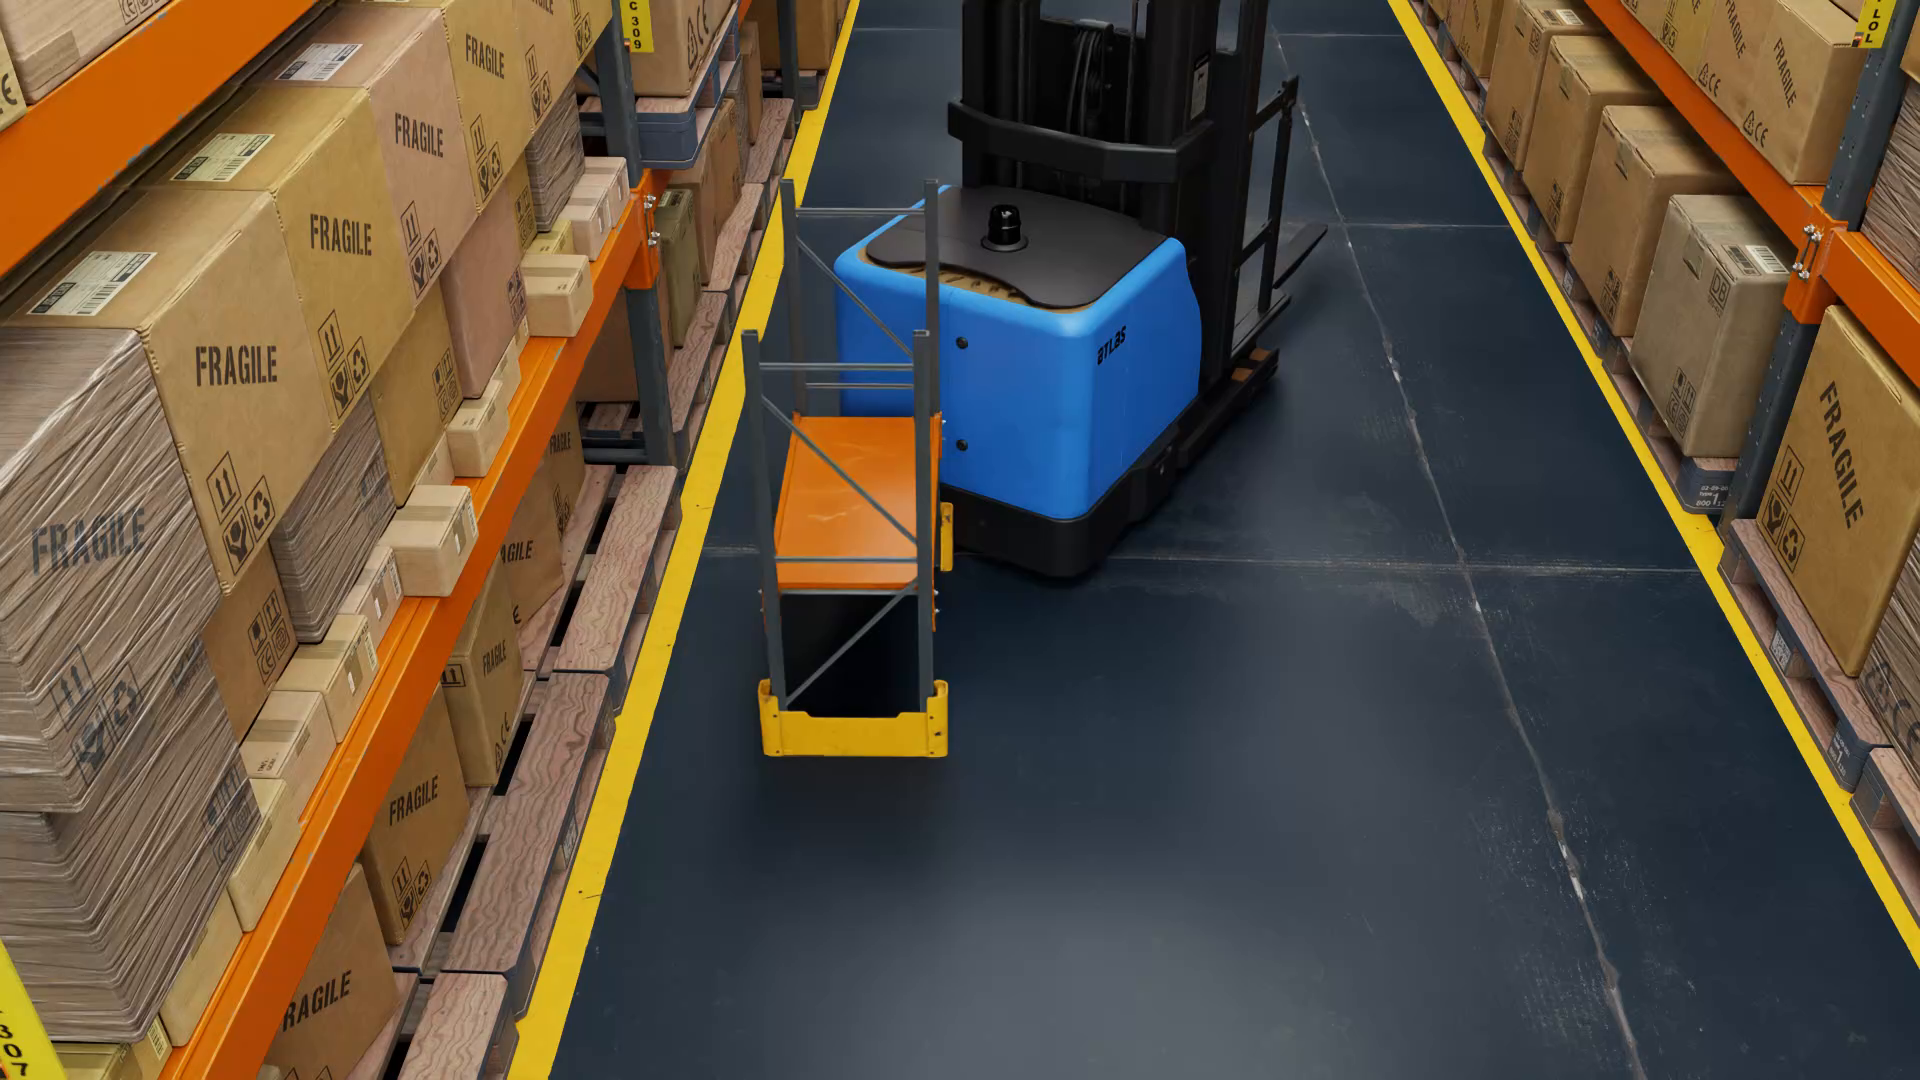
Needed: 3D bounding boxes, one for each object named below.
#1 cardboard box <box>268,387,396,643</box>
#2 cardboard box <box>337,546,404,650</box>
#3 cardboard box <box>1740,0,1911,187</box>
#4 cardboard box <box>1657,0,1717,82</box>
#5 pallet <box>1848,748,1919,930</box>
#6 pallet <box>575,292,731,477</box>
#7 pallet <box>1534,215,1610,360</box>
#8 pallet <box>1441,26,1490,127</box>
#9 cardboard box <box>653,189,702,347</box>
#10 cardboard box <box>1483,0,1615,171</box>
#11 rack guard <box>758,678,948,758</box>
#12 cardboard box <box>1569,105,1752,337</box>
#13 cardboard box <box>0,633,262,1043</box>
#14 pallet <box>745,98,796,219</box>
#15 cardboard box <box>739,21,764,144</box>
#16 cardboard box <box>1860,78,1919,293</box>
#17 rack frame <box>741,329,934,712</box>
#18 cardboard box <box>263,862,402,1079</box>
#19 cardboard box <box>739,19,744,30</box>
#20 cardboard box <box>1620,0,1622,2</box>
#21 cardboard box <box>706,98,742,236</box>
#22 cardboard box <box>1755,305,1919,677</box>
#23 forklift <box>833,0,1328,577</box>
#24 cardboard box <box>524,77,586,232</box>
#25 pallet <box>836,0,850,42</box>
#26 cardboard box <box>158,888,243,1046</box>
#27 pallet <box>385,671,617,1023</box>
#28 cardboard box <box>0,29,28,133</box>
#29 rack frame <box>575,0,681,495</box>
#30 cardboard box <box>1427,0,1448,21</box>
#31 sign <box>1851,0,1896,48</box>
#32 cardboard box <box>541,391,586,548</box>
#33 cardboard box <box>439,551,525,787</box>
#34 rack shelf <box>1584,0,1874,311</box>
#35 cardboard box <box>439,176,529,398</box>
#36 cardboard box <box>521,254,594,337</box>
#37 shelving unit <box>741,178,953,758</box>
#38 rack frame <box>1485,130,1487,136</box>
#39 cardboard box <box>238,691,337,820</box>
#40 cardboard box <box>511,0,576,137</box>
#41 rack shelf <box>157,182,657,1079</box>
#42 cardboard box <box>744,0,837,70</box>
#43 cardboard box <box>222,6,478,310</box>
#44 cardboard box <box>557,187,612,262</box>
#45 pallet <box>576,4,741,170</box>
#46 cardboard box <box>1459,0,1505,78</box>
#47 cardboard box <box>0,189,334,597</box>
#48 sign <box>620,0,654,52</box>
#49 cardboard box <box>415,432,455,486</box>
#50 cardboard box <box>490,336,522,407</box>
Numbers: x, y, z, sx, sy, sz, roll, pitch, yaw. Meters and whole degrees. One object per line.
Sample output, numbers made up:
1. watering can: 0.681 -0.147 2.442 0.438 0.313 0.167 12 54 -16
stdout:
1. cardboard box: -1.743 -0.142 3.498 0.875 0.500 0.500 1 35 2
2. cardboard box: -1.462 0.138 3.663 0.380 0.149 0.250 1 35 2
3. cardboard box: 3.111 -1.560 5.774 0.500 0.500 0.500 1 35 2
4. cardboard box: 3.151 -2.141 6.600 0.500 0.500 0.500 2 35 2
5. pallet: 3.202 1.065 4.550 1.003 0.211 1.213 1 35 2
6. pallet: -1.565 -0.692 7.052 1.003 0.211 1.213 1 35 2
7. pallet: 3.359 -1.220 7.803 1.003 0.211 1.213 1 35 2
8. pallet: 3.551 -2.819 10.078 1.003 0.211 1.213 1 35 2
9. cardboard box: -1.511 -1.169 7.096 0.700 0.500 0.500 1 35 2
10. cardboard box: 3.403 -2.415 8.669 1.050 0.750 0.750 1 35 1
11. rack guard: -0.332 0.562 5.234 0.587 0.250 0.087 0 35 1
12. cardboard box: 3.335 -1.378 7.193 1.050 0.750 0.750 1 35 2
13. cardboard box: -1.706 0.434 2.678 0.875 0.500 0.500 1 35 2
14. pallet: -1.467 -2.094 9.046 1.003 0.211 1.213 1 35 2
15. cardboard box: -1.441 -2.456 8.927 0.700 0.500 0.500 0 35 -1
16. cardboard box: 3.354 -1.062 5.023 0.875 0.550 0.550 1 35 2
17. rack frame: -0.332 0.061 4.858 0.500 1.500 0.032 0 35 1
18. cardboard box: -1.724 1.060 3.941 0.500 0.500 0.500 10 36 14
19. cardboard box: -1.431 -2.763 8.711 0.500 0.250 0.500 3 35 4
20. cardboard box: 3.192 -2.719 7.423 0.500 0.500 0.500 1 35 2
21. cardboard box: -1.466 -1.811 8.010 0.700 0.500 0.500 4 35 6
22. cardboard box: 3.262 -0.156 5.346 0.875 0.875 0.875 2 35 3
23. forklift: 0.720 -1.888 6.387 1.130 2.935 3.031 19 39 24
24. cardboard box: -1.675 -1.291 5.133 0.875 0.500 0.500 1 35 2
25. pallet: -1.275 -3.693 11.322 1.003 0.211 1.213 1 35 2
26. cardboard box: -1.477 0.714 2.844 0.380 0.149 0.250 1 35 2
27. pallet: -1.633 0.844 4.865 1.003 0.211 1.213 1 35 2
28. cardboard box: -1.478 -0.524 1.909 0.500 0.250 0.500 2 35 3
29. rack frame: -1.595 -1.386 5.613 1.000 3.000 0.127 1 35 2
30. cardboard box: 3.313 -3.647 10.639 0.500 0.500 0.500 0 35 0
31. sign: 2.815 -1.662 5.067 0.100 0.325 0.005 1 35 2
32. cardboard box: -1.651 -0.306 5.886 0.500 0.500 0.500 0 35 0
33. cardboard box: -1.613 0.382 4.907 0.500 0.500 0.500 -2 35 -2
34. rack shelf: 3.437 -2.068 7.209 1.077 0.370 4.000 1 35 2
35. cardboard box: -1.649 -0.715 4.313 0.875 0.500 0.500 1 35 2
36. cardboard box: -1.298 -0.721 4.886 0.380 0.149 0.250 1 35 2
37. shelving unit: -0.326 -0.236 5.282 0.587 1.500 1.083 0 35 1
38. rack frame: 3.518 -3.511 8.638 1.000 3.000 0.127 1 35 2
39. cardboard box: -1.462 0.426 3.253 0.380 0.149 0.250 1 35 2
40. cardboard box: -1.357 -1.405 4.426 0.500 0.500 0.500 1 35 2
41. rack shelf: -1.675 0.057 4.185 1.077 0.370 4.000 1 35 2
42. cardboard box: -1.386 -3.383 9.937 1.225 0.875 0.875 0 35 0
43. cardboard box: -1.401 -0.831 3.608 0.500 0.500 0.500 1 35 2
44. cardboard box: -1.329 -1.009 5.296 0.380 0.149 0.250 1 35 2
45. pallet: -1.419 -1.743 6.288 1.003 0.211 1.213 1 35 2
46. cardboard box: 3.283 -3.045 9.782 0.500 0.500 0.500 1 35 2
47. cardboard box: -1.434 -0.256 2.791 0.500 0.500 0.500 1 35 2
48. sign: -1.052 -1.732 5.353 0.100 0.325 0.005 1 35 2
49. cardboard box: -1.471 -0.149 4.072 0.380 0.149 0.250 1 35 2
50. cardboard box: -1.409 -0.436 4.480 0.380 0.149 0.250 1 35 2
